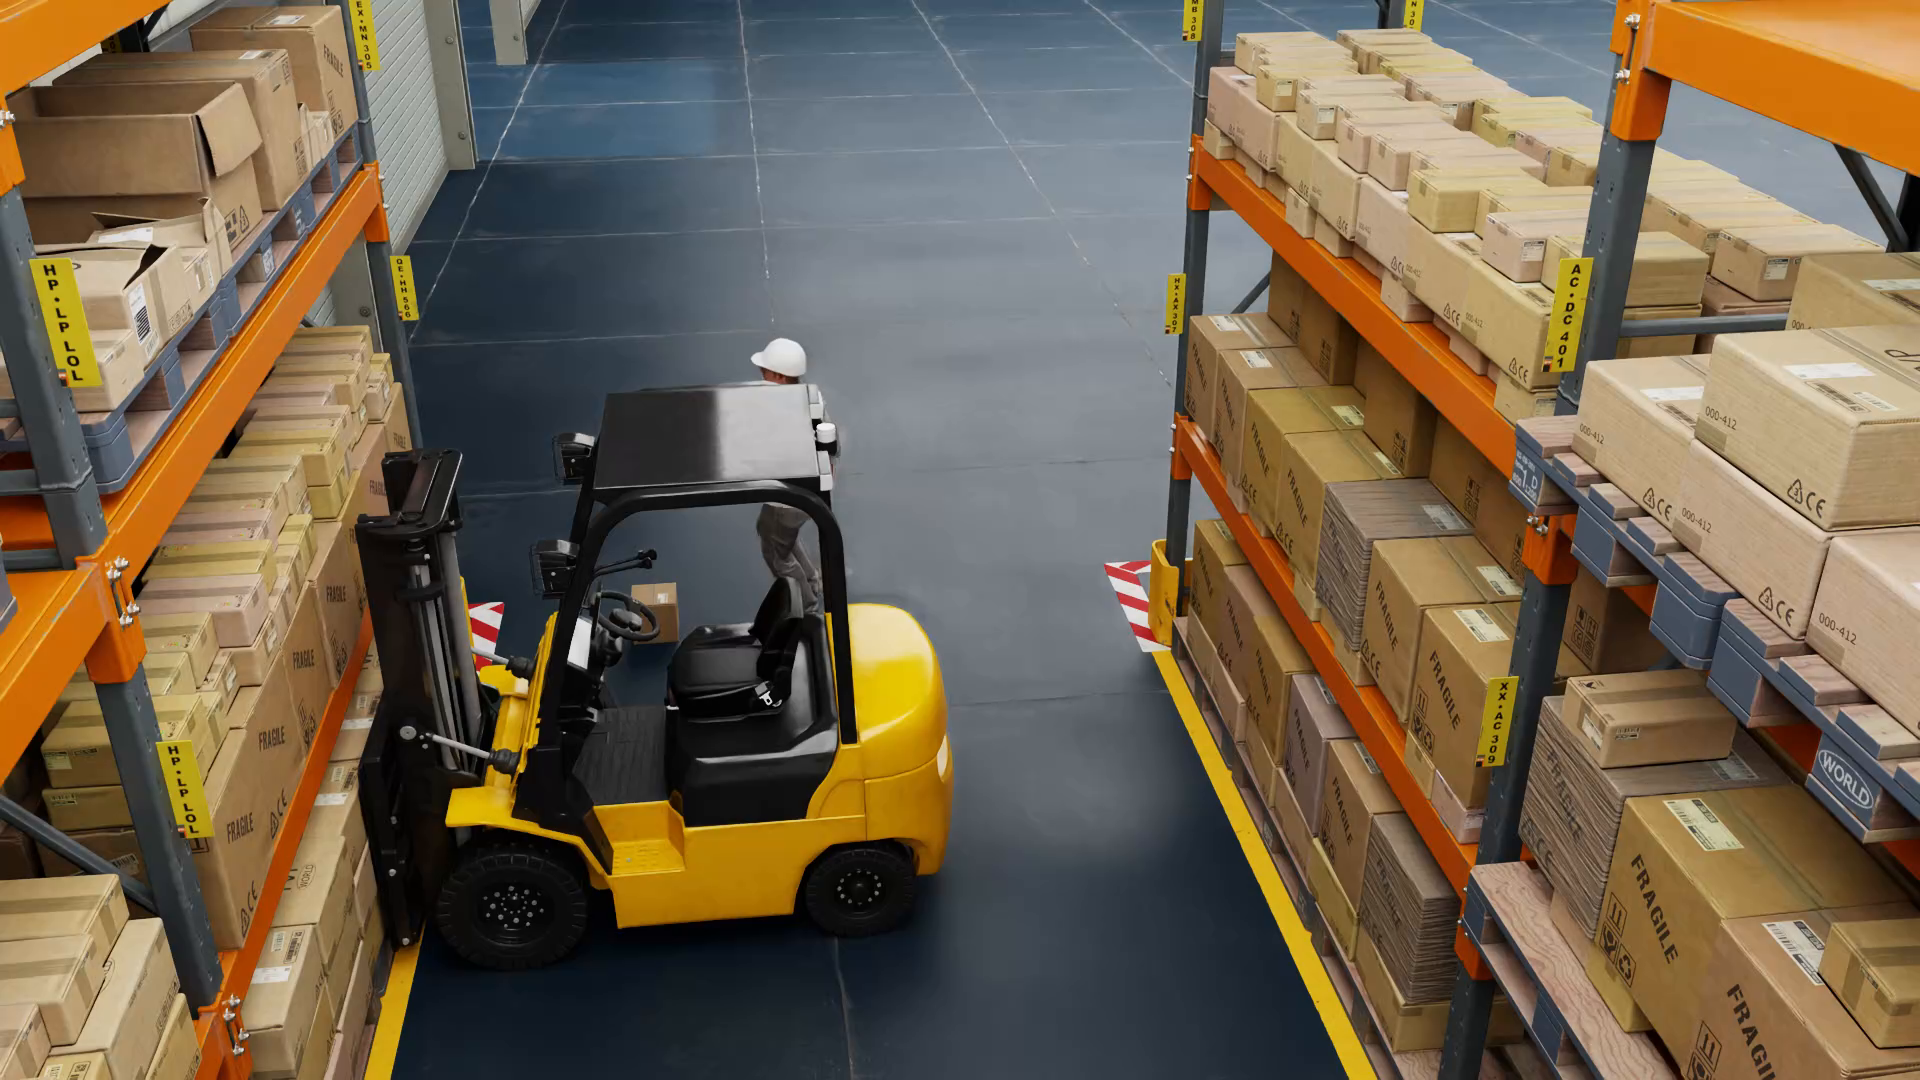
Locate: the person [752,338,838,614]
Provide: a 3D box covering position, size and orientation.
[{"bbox_3d":[-1.006,-0.289,9.227,0.529,1.789,0.697,8,28,15],"label":"person"}]
